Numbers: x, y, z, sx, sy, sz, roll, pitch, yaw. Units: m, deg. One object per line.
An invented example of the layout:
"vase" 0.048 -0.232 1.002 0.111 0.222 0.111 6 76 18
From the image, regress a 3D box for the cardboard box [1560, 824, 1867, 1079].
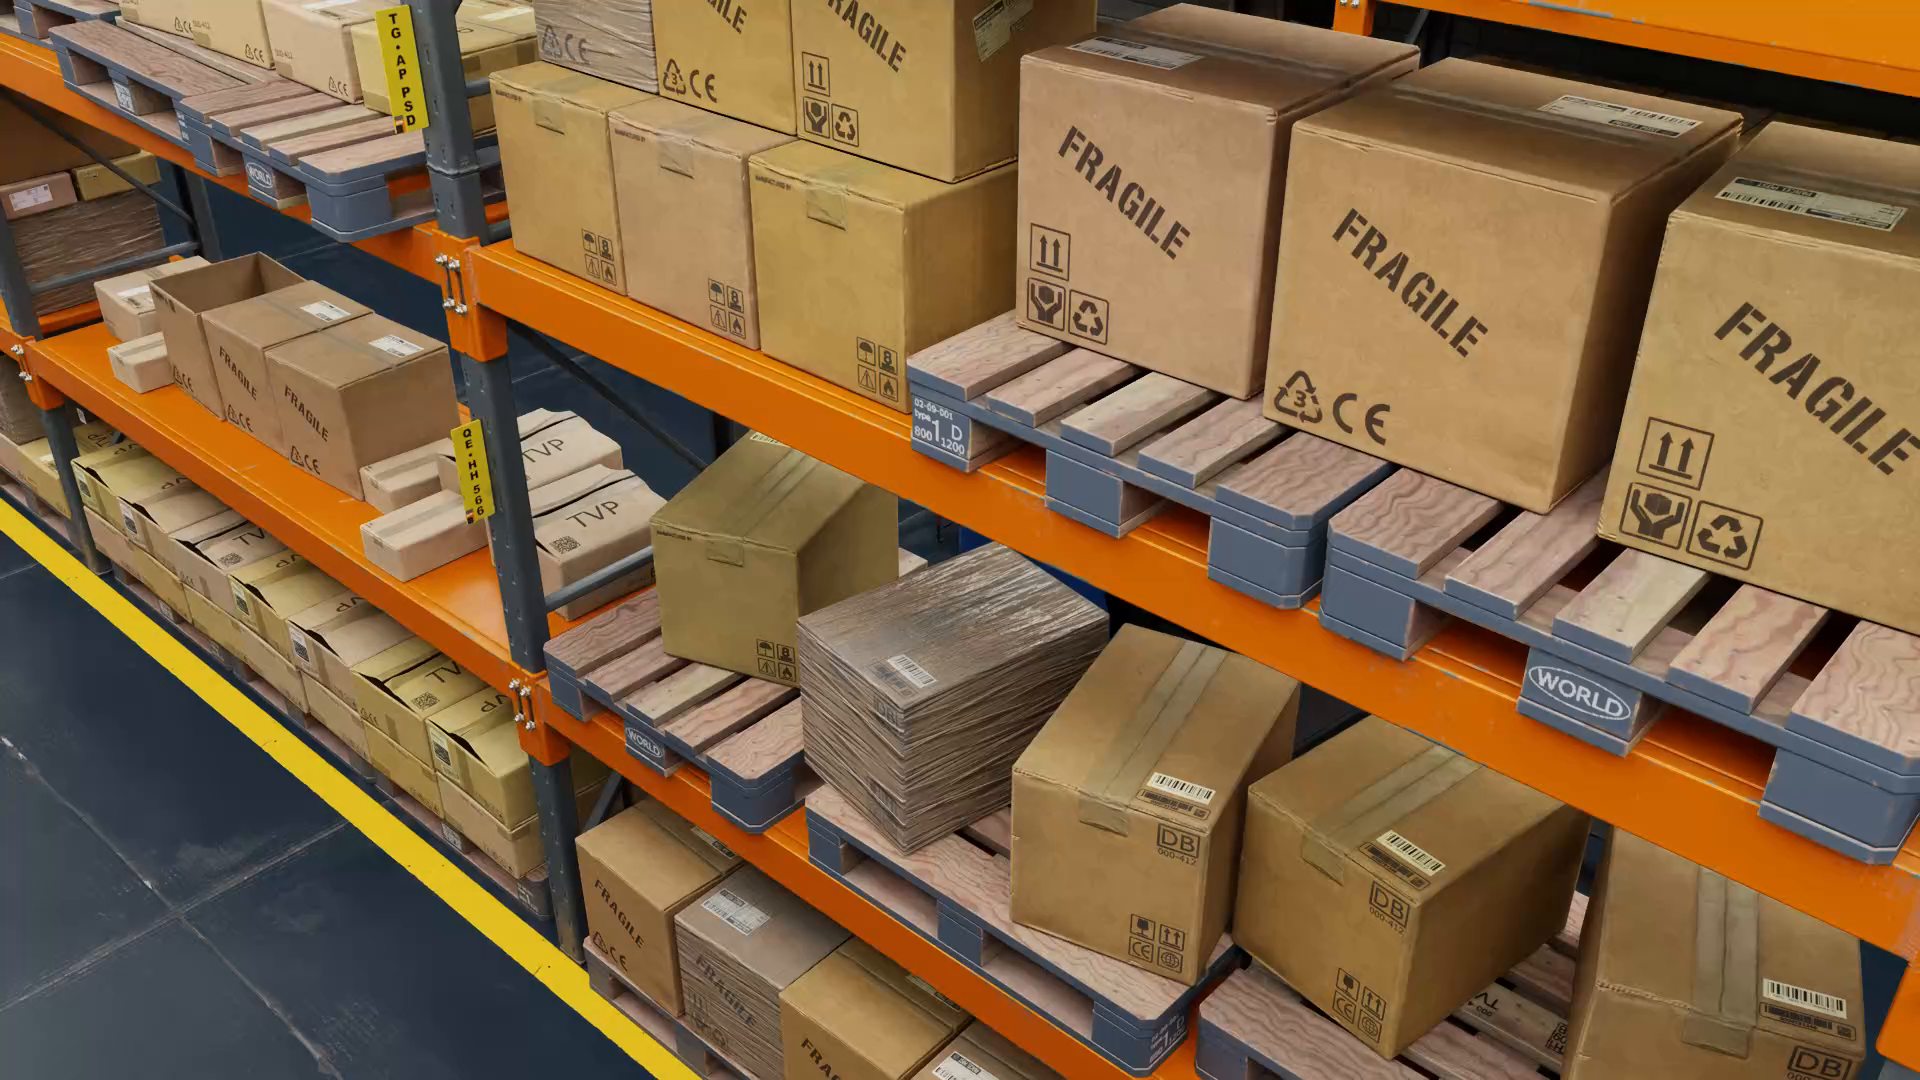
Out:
"cardboard box" 1.655 0.990 3.693 0.500 0.500 0.700 12 33 19

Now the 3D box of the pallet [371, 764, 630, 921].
"pallet" -1.694 0.973 6.930 1.213 0.211 1.003 25 39 35

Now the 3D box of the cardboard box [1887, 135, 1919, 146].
"cardboard box" 4.243 -1.542 7.272 0.500 0.250 0.500 24 38 34

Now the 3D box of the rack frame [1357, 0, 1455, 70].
"rack frame" 2.211 -1.818 8.861 0.127 3.000 1.000 25 39 35

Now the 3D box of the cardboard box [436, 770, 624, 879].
"cardboard box" -1.664 0.987 6.461 0.500 0.250 0.500 26 40 36

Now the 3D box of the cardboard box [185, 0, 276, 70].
"cardboard box" -2.301 -1.835 5.720 0.500 0.250 0.500 24 39 34

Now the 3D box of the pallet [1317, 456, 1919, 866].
"pallet" 1.419 0.005 3.107 1.003 0.211 1.213 25 39 35

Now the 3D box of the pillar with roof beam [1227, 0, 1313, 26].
"pillar with roof beam" -1.061 -3.522 5.876 0.400 9.000 9.100 25 39 35

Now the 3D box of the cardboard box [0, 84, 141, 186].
"cardboard box" -4.409 -2.056 7.903 0.500 0.500 0.700 25 39 35

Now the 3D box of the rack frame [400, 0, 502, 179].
"rack frame" -1.110 -2.492 4.165 0.127 3.000 1.000 25 39 35

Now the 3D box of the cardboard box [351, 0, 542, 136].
"cardboard box" -1.484 -1.458 5.094 0.500 0.250 0.500 22 37 32

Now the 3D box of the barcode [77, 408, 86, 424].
"barcode" -4.166 -0.588 7.884 0.075 0.075 0.001 25 39 35

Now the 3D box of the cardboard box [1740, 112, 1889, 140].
"cardboard box" 3.859 -1.725 7.575 0.500 0.250 0.500 24 38 34

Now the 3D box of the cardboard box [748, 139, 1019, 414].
"cardboard box" 0.000 -0.756 4.091 0.500 0.500 0.910 25 39 35

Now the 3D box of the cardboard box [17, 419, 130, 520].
"cardboard box" -4.566 -0.385 8.741 0.500 0.250 0.500 25 39 35

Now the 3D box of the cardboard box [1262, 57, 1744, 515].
"cardboard box" 1.021 -0.514 3.186 0.600 0.600 0.600 25 39 35

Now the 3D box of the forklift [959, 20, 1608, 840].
"forklift" 1.312 -0.415 6.598 1.130 2.935 3.031 -23 38 -34

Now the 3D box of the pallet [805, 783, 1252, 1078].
"pallet" 0.335 0.831 4.647 1.213 0.211 1.003 25 39 35

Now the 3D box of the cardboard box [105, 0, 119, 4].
"cardboard box" -3.216 -2.301 6.494 0.500 0.250 0.500 21 37 31

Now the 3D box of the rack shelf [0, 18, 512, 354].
"rack shelf" -2.593 -1.591 6.274 4.000 0.370 1.077 25 39 35

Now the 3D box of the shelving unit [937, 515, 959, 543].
"shelving unit" 0.040 -0.431 8.448 0.252 1.050 0.215 25 39 35

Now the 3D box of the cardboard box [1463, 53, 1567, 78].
"cardboard box" 2.722 -2.260 8.464 0.500 0.250 0.500 26 40 36

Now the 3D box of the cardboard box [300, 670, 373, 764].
"cardboard box" -2.419 0.635 7.046 0.500 0.250 0.500 26 40 36

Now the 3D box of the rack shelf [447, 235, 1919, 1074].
"rack shelf" 0.373 -0.207 3.975 4.000 0.370 1.077 25 39 35

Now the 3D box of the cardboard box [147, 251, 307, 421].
"cardboard box" -3.127 -0.895 7.232 0.500 0.500 0.500 -26 40 -36

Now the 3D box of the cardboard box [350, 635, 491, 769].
"cardboard box" -2.053 0.571 6.608 0.500 0.311 0.500 24 39 34

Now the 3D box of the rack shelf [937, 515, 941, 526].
"rack shelf" 0.040 -0.184 8.597 0.240 0.259 0.215 25 39 35

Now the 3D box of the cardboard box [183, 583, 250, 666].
"cardboard box" -3.179 0.281 7.633 0.500 0.250 0.500 24 38 34

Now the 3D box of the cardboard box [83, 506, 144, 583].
"cardboard box" -3.943 -0.074 8.224 0.500 0.250 0.500 24 38 34

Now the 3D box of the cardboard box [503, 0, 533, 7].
"cardboard box" -3.177 -4.066 12.722 0.500 0.250 0.500 24 38 34

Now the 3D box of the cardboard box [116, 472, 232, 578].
"cardboard box" -3.569 -0.135 7.781 0.500 0.311 0.500 25 39 35

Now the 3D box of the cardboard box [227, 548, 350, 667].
"cardboard box" -2.796 0.221 7.189 0.500 0.311 0.500 26 40 36

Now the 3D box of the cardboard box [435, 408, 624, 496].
"cardboard box" -1.643 -0.268 6.373 0.500 0.311 0.500 25 39 35

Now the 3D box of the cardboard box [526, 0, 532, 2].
"cardboard box" -3.208 -4.397 12.545 0.500 0.500 0.500 25 39 35

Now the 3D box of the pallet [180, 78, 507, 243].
"pallet" -1.673 -1.327 5.321 1.003 0.211 1.213 27 40 37

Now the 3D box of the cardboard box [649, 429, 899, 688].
"cardboard box" -0.567 0.030 5.288 0.500 0.500 0.700 12 33 19

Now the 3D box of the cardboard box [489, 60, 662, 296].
"cardboard box" -0.764 -1.112 4.684 0.500 0.500 0.910 25 39 35

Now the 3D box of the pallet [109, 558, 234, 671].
"pallet" -3.503 0.128 8.332 1.213 0.211 1.003 25 39 35

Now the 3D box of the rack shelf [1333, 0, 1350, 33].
"rack shelf" 0.728 -3.487 9.423 4.000 0.370 1.077 25 39 35

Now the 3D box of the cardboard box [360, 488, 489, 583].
"cardboard box" -1.962 -0.020 6.119 0.250 0.149 0.380 25 39 35

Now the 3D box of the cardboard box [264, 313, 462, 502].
"cardboard box" -2.365 -0.540 6.641 0.500 0.500 0.500 23 38 33

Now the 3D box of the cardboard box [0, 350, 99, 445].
"cardboard box" -4.929 -0.884 8.842 0.500 0.500 0.500 25 39 35

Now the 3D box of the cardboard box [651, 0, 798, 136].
"cardboard box" -0.413 -1.349 4.107 0.500 0.500 0.500 25 39 35

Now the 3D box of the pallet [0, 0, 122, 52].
"pallet" -3.413 -2.209 6.789 1.217 0.209 0.805 23 38 33

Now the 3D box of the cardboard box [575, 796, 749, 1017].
"cardboard box" -0.964 1.227 5.800 0.500 0.500 0.500 27 40 37

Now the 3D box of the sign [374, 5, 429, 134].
"sign" -1.488 -1.253 4.437 0.005 0.325 0.100 25 39 35

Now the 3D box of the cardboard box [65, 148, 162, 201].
"cardboard box" -4.145 -1.794 8.096 0.250 0.149 0.380 25 39 35

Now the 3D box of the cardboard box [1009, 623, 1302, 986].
"cardboard box" 0.504 0.652 4.255 0.500 0.500 0.700 15 34 23

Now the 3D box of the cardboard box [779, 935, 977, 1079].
"cardboard box" -0.204 1.582 5.212 0.500 0.500 0.500 24 39 34
